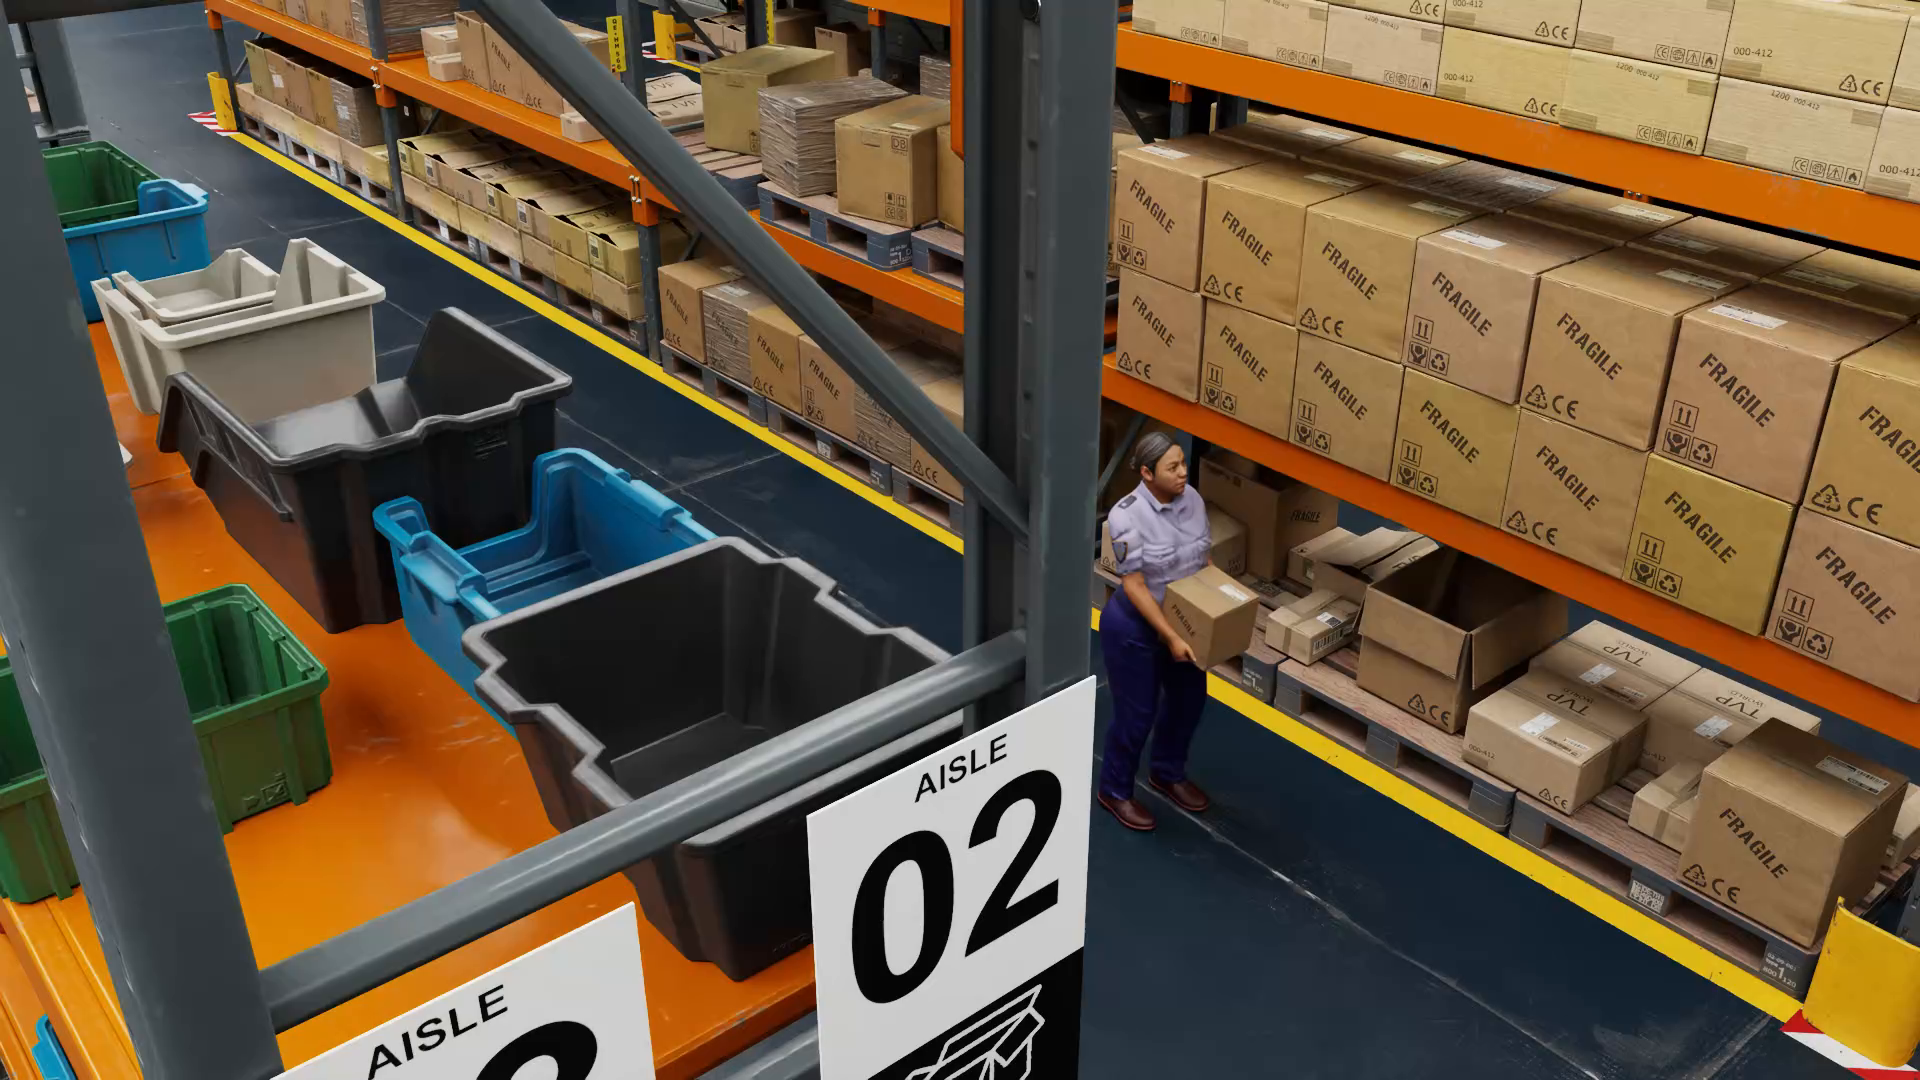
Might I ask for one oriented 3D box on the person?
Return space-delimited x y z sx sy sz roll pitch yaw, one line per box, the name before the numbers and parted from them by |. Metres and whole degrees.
person | 0.820 0.375 6.456 0.453 1.639 0.514 -21 35 -34
